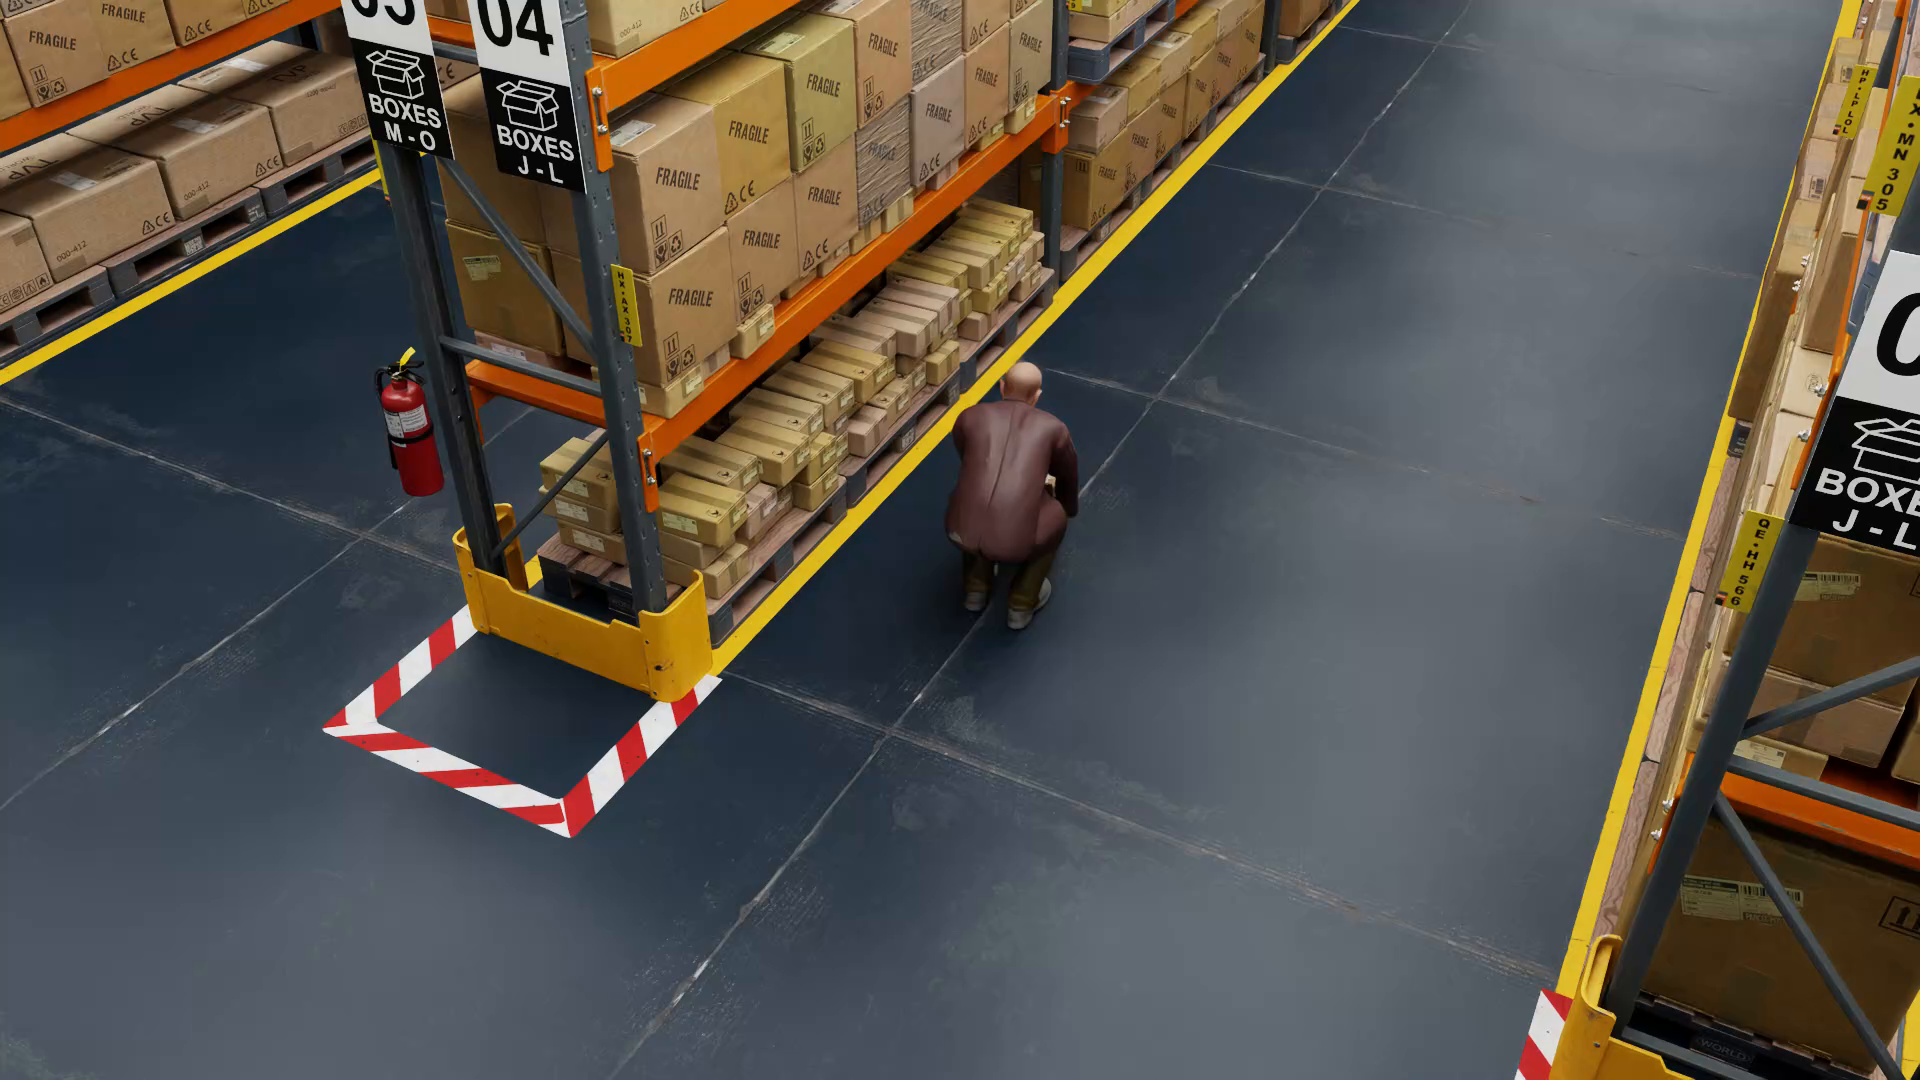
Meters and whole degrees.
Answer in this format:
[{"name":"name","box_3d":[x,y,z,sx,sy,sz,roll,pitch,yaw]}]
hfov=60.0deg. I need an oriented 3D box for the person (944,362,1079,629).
[{"name":"person","box_3d":[0.220,-0.198,7.615,0.612,1.056,0.888,14,40,17]}]
